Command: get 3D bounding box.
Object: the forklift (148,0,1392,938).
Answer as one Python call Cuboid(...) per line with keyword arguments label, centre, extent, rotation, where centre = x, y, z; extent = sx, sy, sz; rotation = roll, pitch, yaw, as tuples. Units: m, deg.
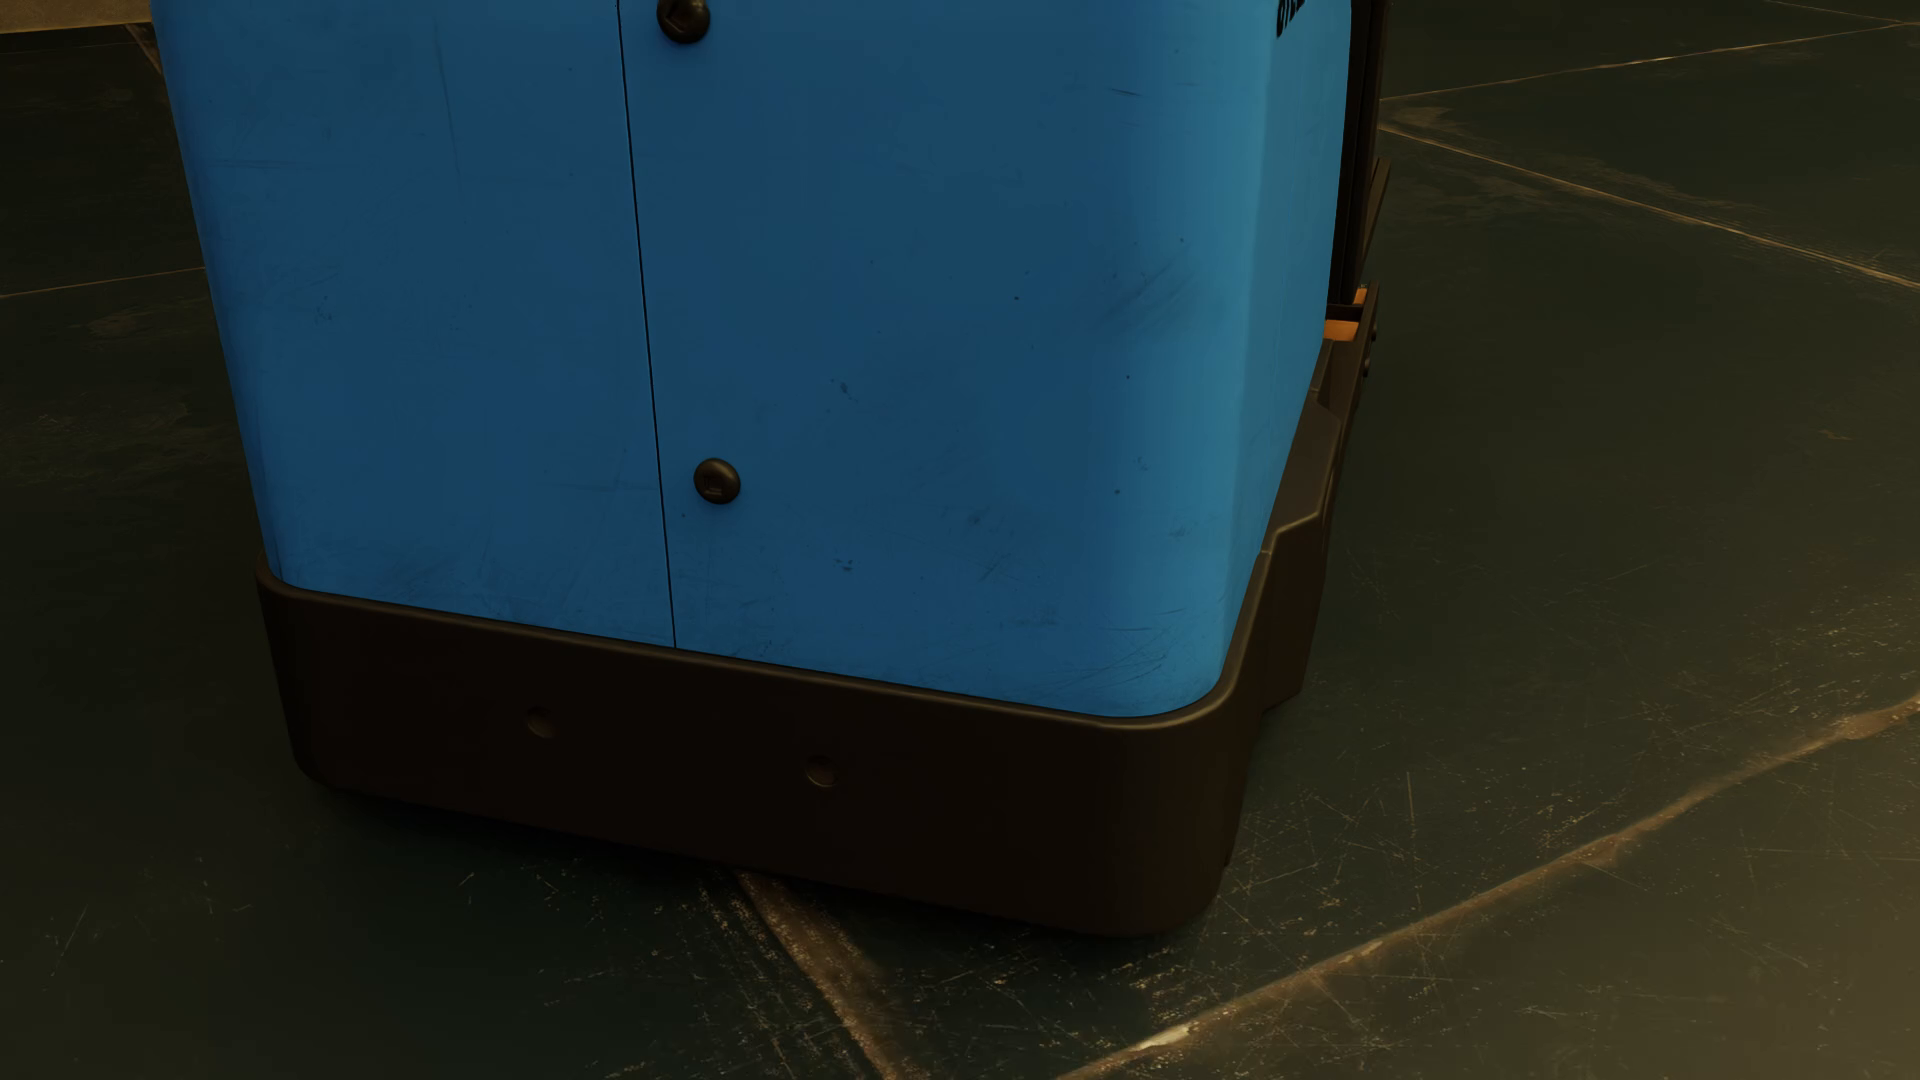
Cuboid(label="forklift", centre=(0.156, -1.574, 2.364), extent=(1.130, 2.935, 3.031), rotation=(8, 28, 15))
